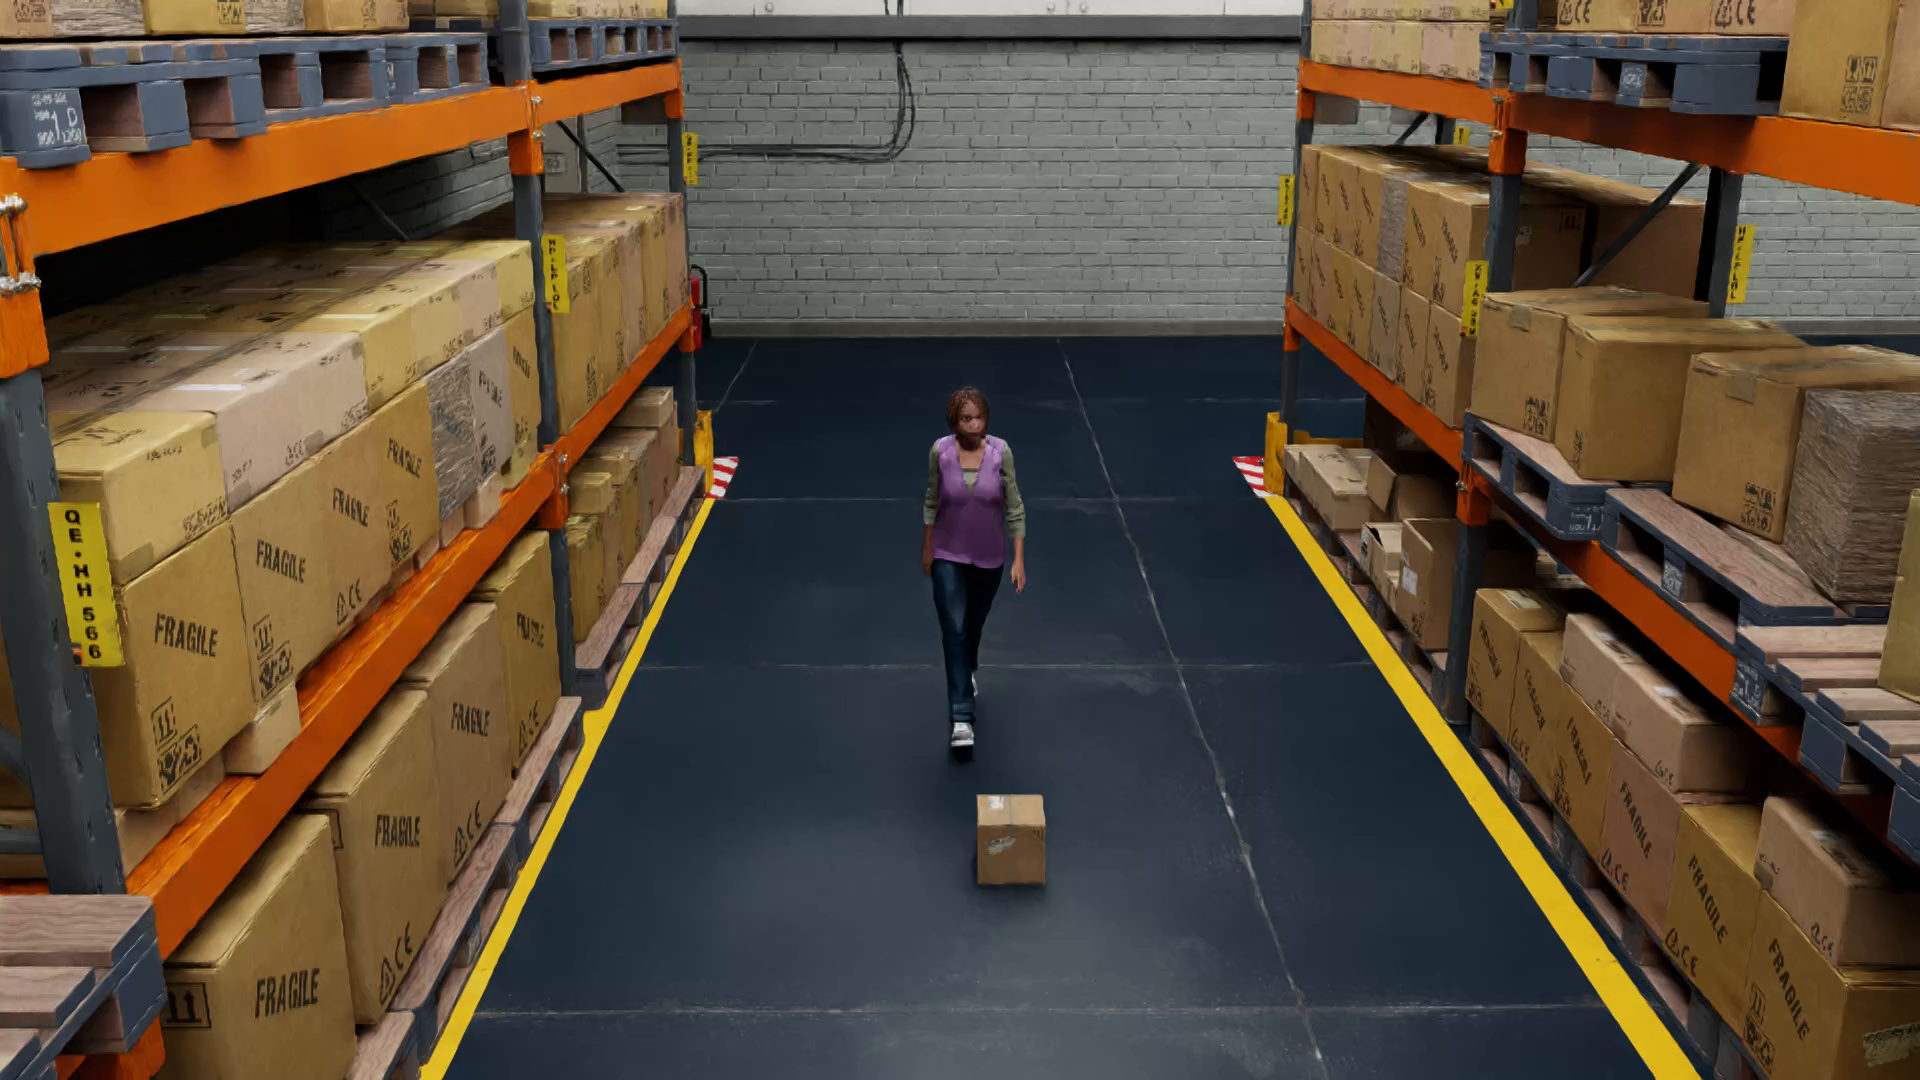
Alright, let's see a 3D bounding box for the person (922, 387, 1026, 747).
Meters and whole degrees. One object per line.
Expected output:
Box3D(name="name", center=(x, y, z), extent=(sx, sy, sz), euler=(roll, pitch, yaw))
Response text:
Box3D(name="person", center=(0.070, 0.074, 7.348), extent=(0.435, 1.540, 0.908), euler=(-3, 18, -8))
